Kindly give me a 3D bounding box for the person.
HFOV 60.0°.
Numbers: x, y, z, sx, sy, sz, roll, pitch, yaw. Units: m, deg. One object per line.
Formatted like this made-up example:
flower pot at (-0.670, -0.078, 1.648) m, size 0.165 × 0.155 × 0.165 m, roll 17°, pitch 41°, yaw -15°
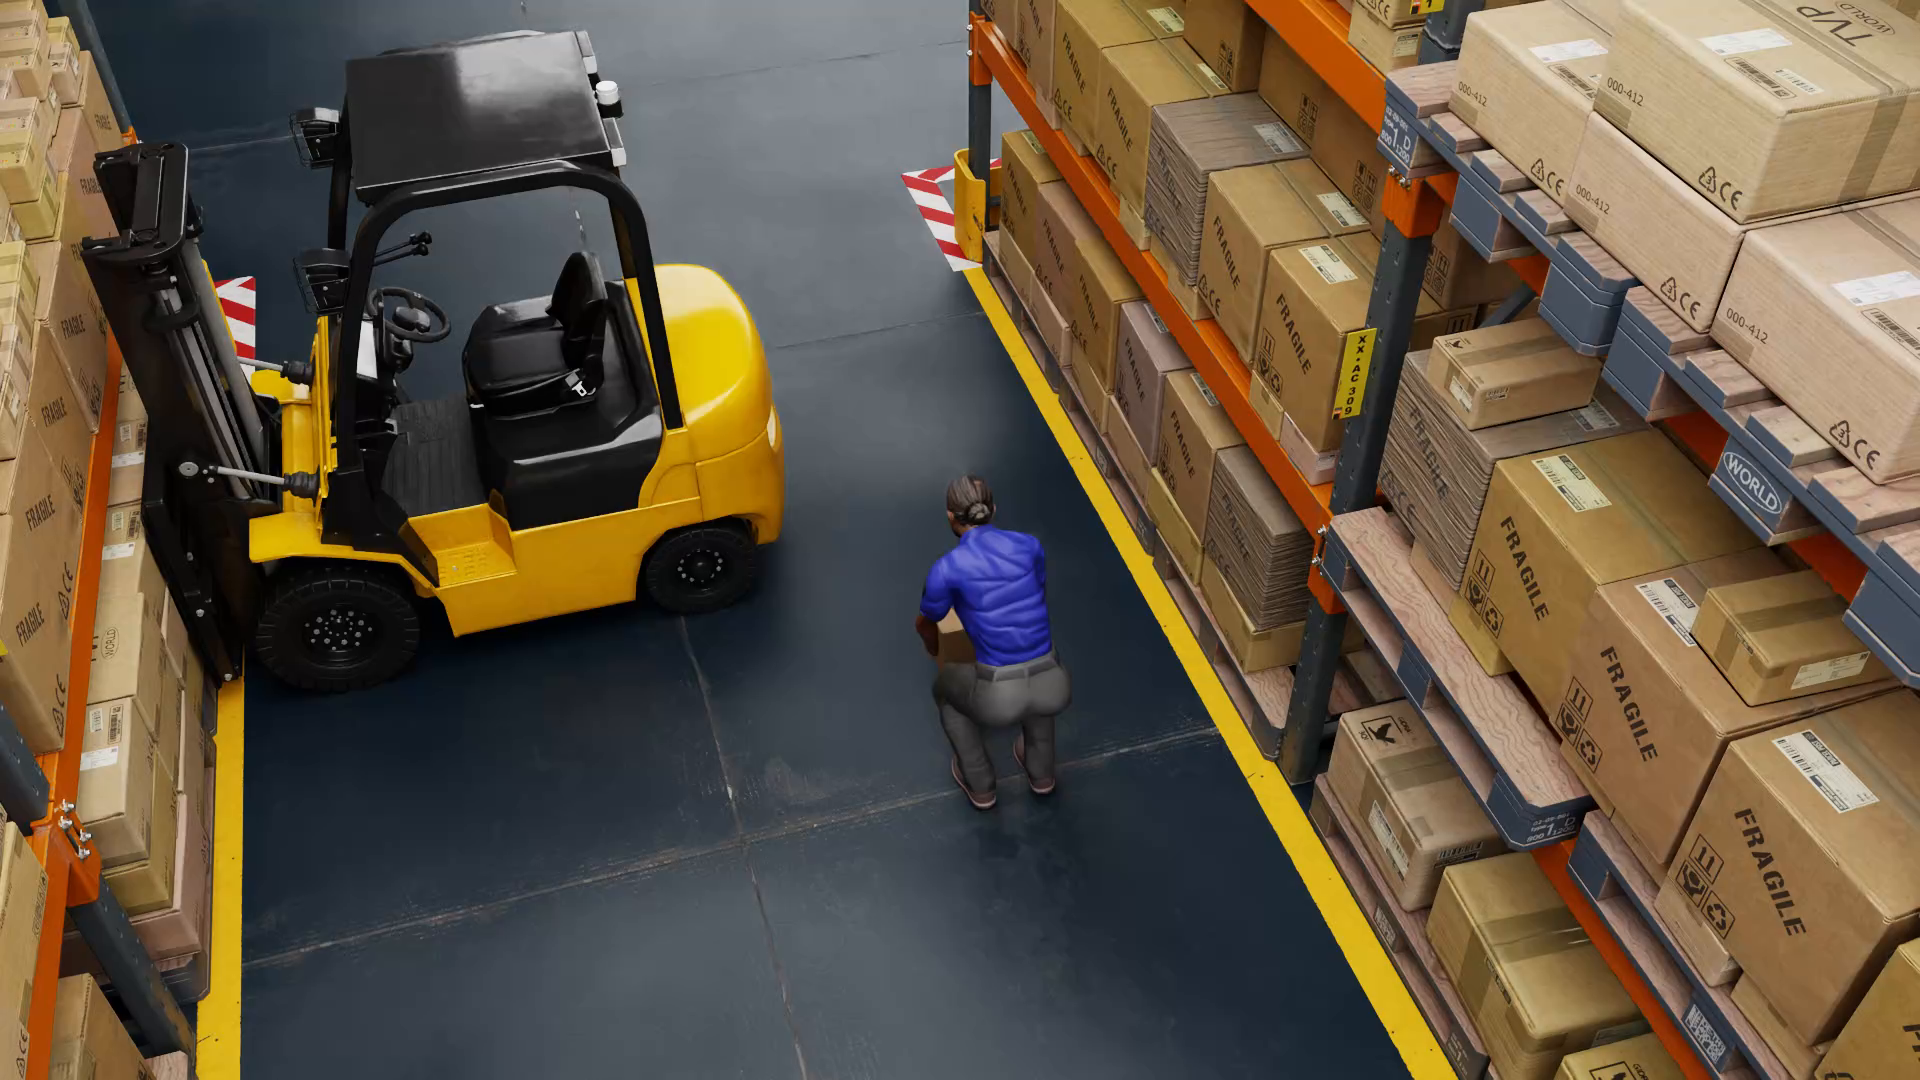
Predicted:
person at (0.114, 0.417, 6.016) m, size 0.499 × 1.252 × 0.694 m, roll -12°, pitch 44°, yaw -13°
